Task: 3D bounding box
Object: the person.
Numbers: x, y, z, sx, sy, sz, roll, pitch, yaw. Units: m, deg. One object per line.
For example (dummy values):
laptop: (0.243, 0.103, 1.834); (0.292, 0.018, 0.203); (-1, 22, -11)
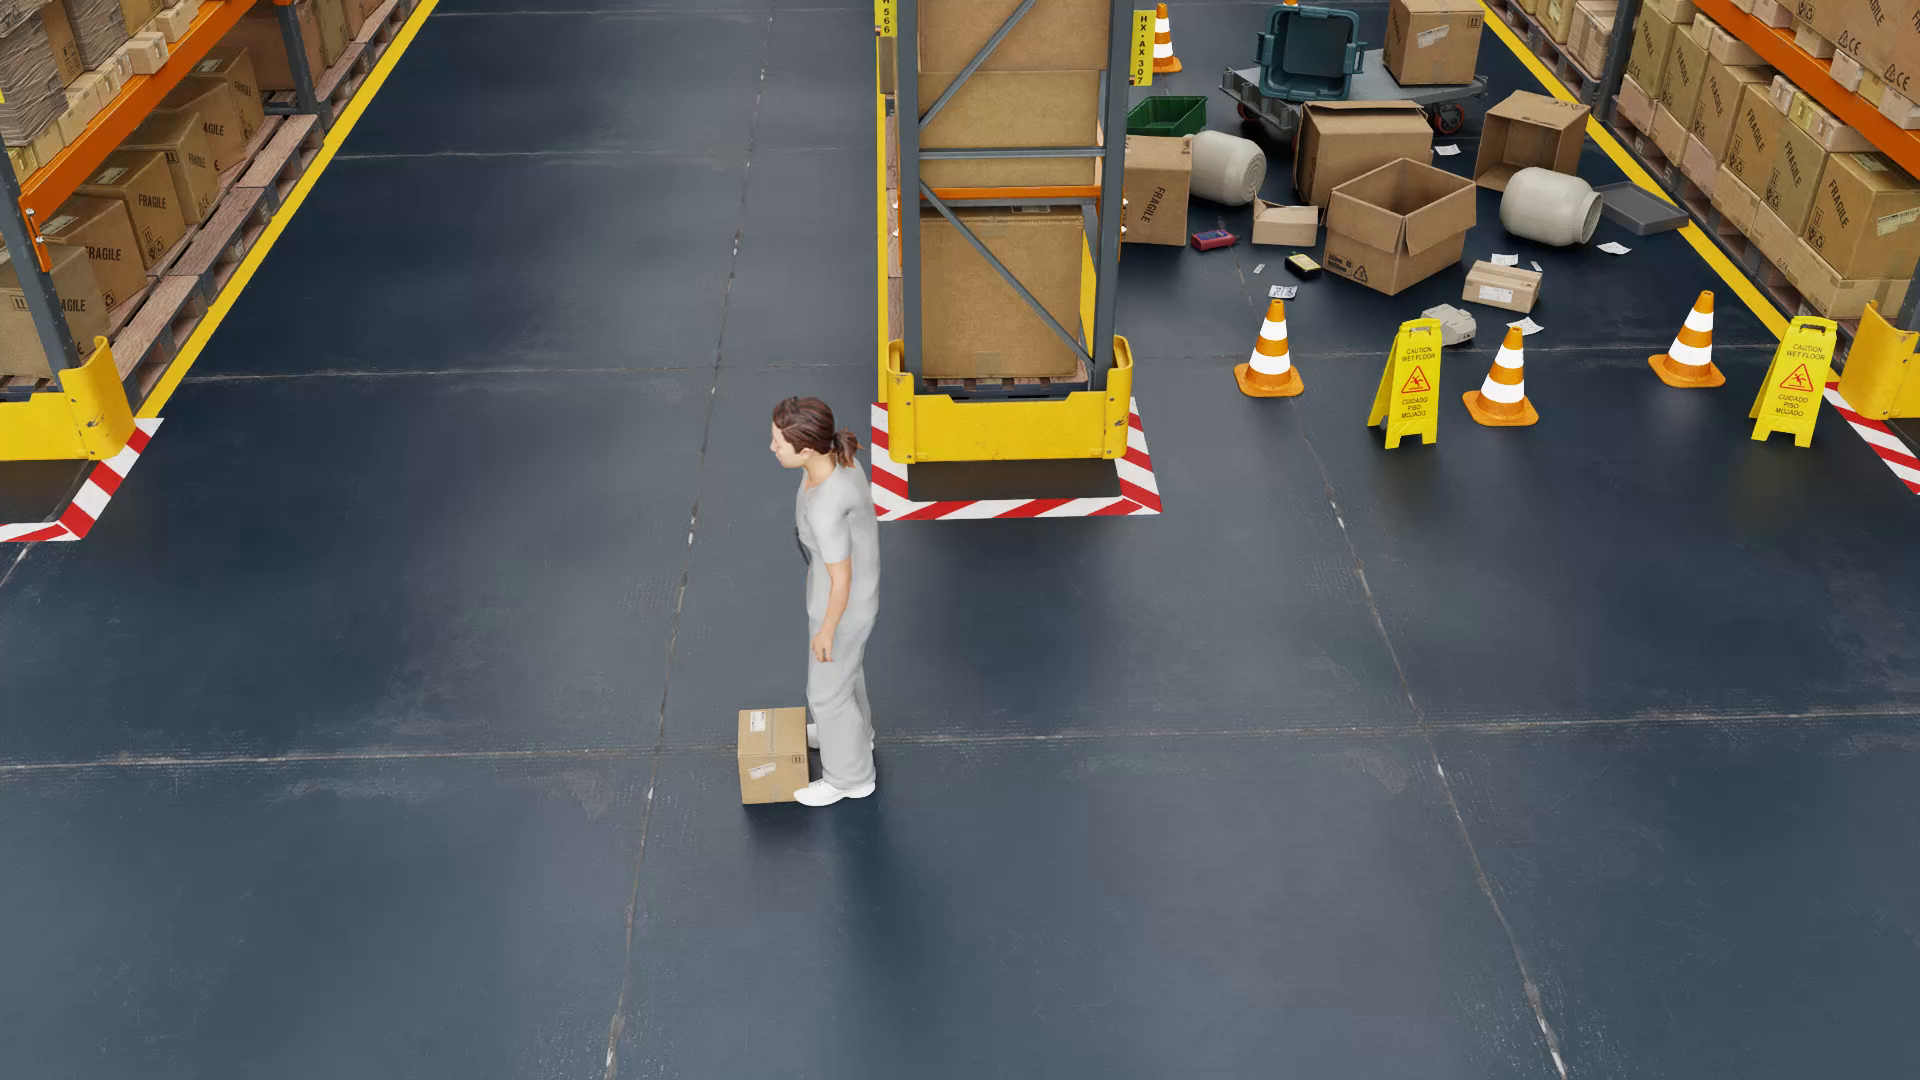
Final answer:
person: (-0.452, 0.213, 5.846); (0.355, 1.672, 0.496); (-2, 35, -3)
